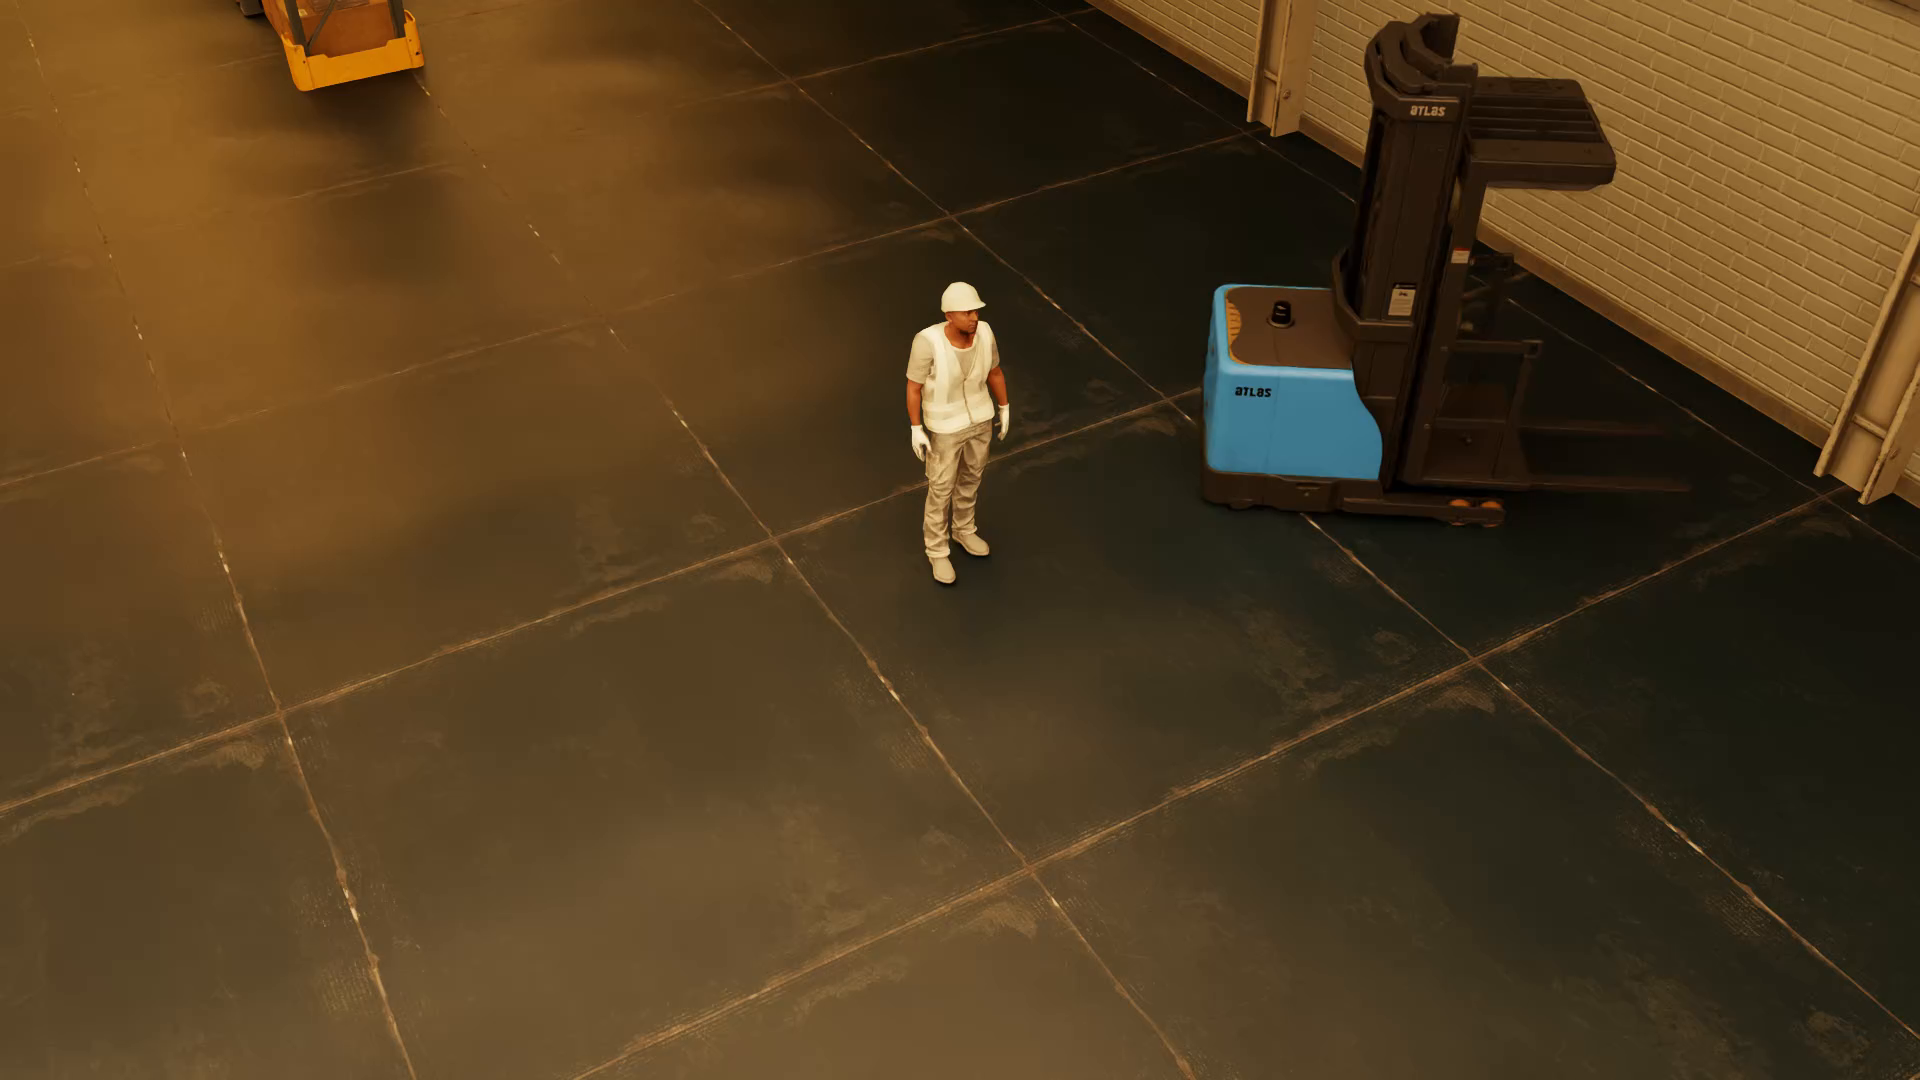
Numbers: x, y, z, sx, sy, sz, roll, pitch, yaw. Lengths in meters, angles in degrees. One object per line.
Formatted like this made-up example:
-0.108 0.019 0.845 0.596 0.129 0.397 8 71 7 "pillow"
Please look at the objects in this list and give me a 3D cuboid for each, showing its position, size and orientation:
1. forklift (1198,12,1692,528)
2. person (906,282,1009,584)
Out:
3.081 -1.562 9.919 3.031 2.935 1.130 3 40 4 "forklift"
0.028 -0.650 9.707 0.656 1.782 0.577 -20 44 -23 "person"
